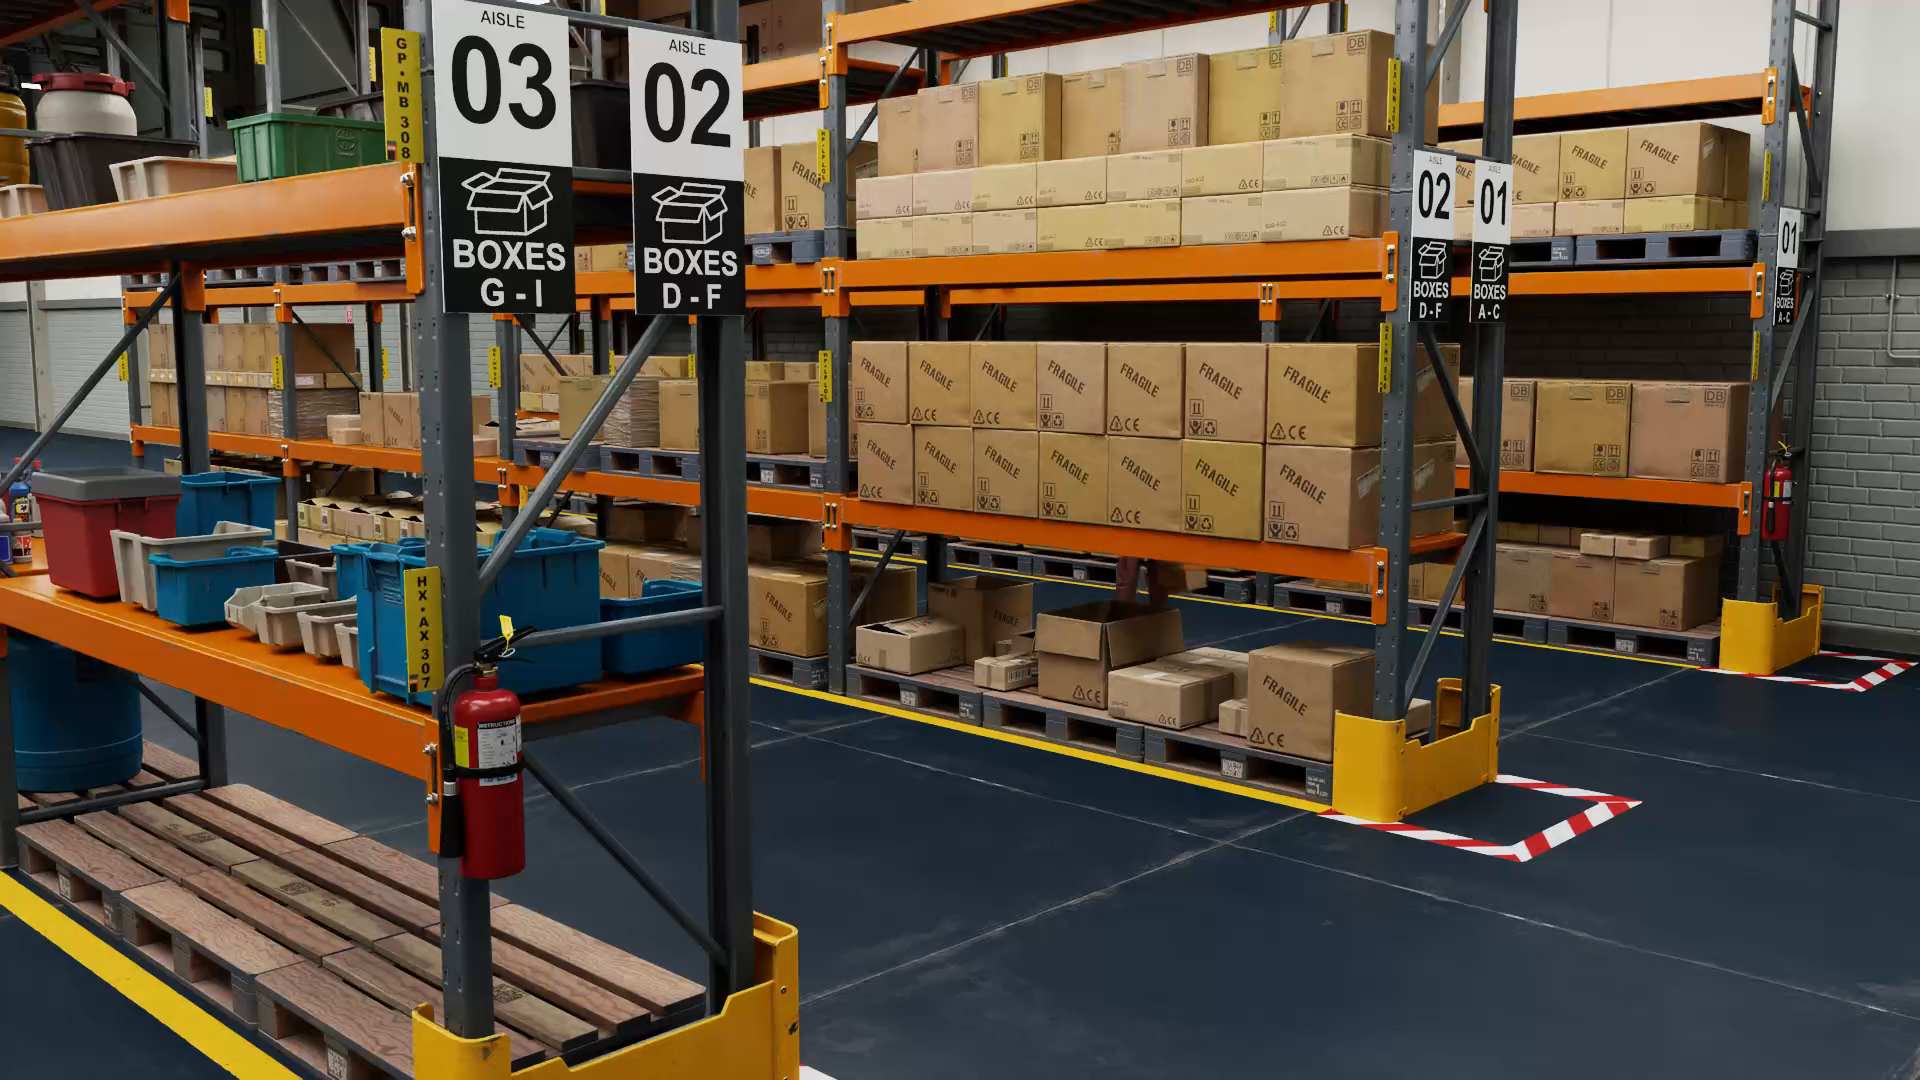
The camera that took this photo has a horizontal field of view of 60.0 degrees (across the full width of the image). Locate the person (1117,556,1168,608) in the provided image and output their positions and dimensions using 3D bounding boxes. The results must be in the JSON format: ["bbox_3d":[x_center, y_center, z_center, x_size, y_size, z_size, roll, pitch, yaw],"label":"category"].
[{"bbox_3d":[1.368,-0.004,12.187,0.463,1.674,0.540,4,8,27],"label":"person"}]
